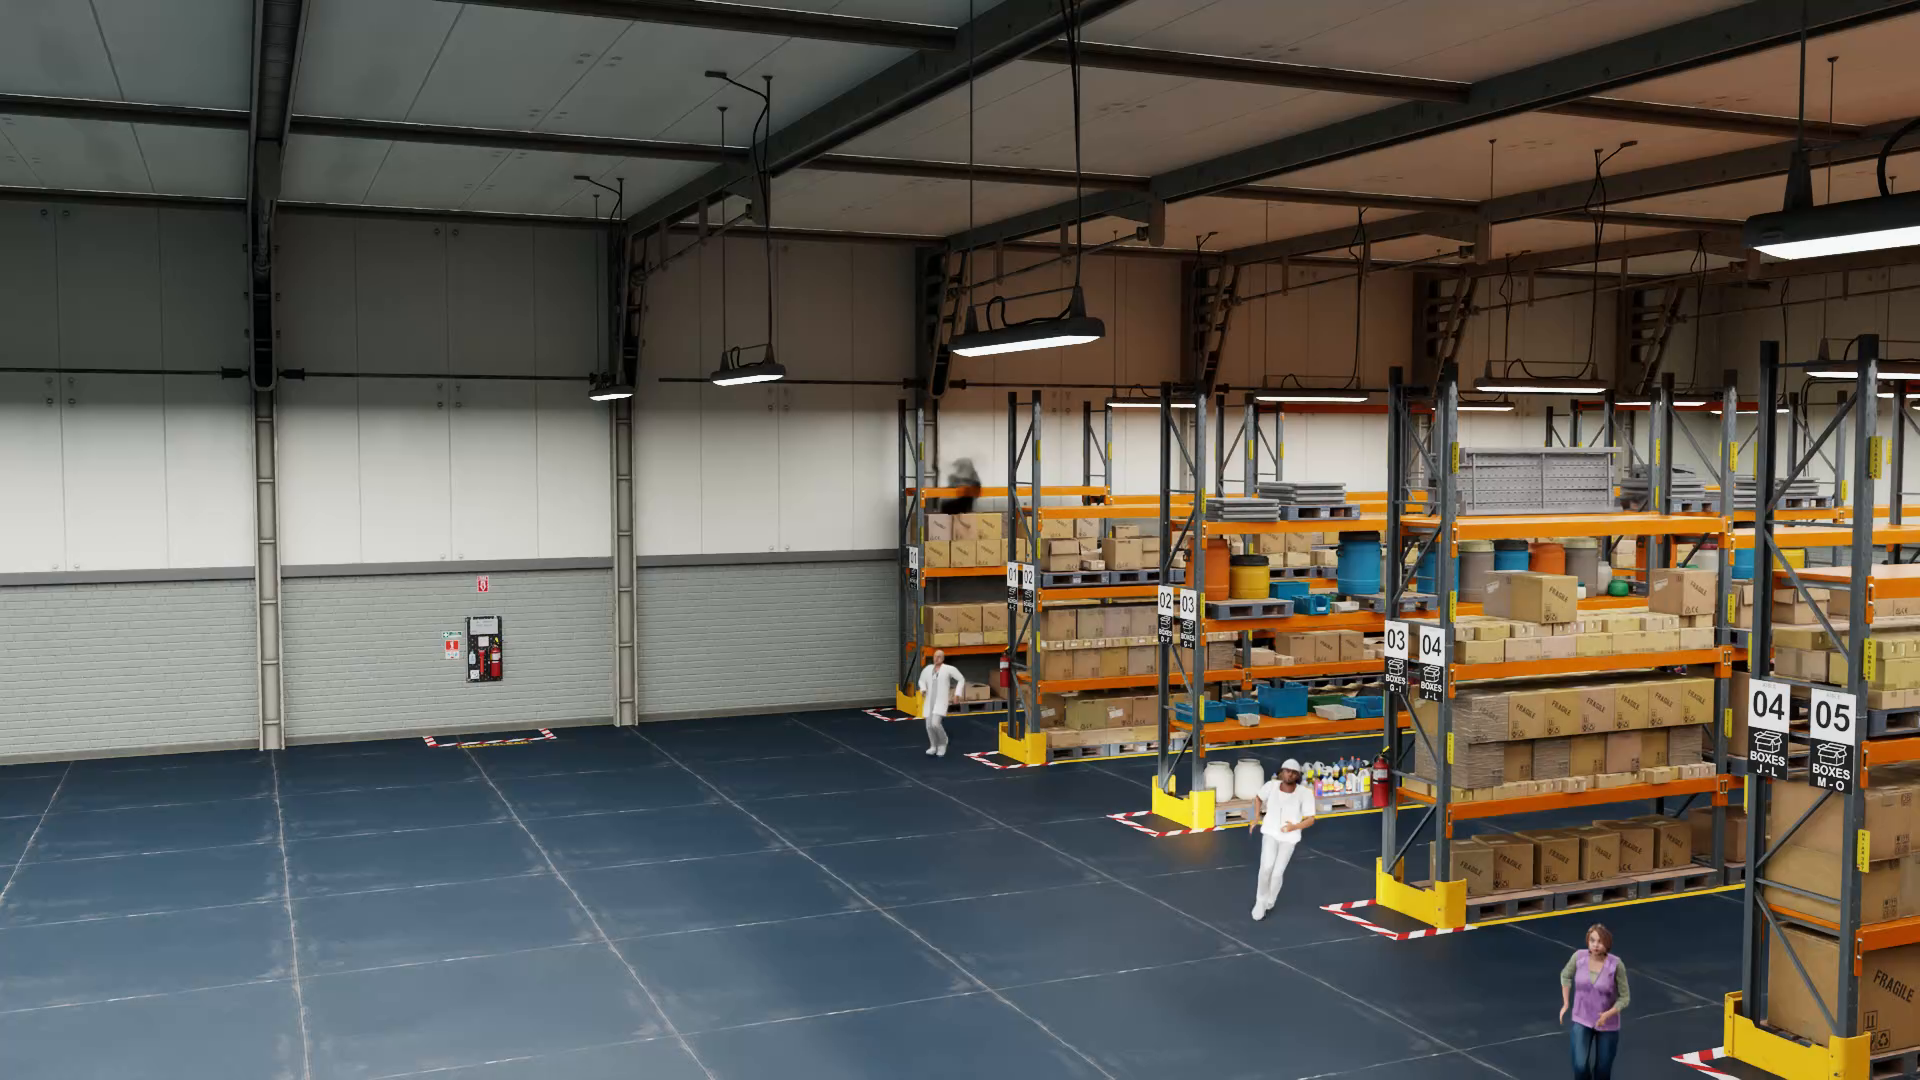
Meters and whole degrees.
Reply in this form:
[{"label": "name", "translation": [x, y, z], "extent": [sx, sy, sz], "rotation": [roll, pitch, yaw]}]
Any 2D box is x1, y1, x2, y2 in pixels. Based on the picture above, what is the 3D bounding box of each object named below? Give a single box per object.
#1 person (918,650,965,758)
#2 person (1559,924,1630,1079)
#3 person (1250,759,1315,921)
[{"label": "person", "translation": [-0.358, 2.694, 27.269], "extent": [0.759, 1.784, 0.643], "rotation": [2, 4, 25]}, {"label": "person", "translation": [4.753, 3.647, 12.488], "extent": [0.517, 1.553, 0.623], "rotation": [2, 4, 27]}, {"label": "person", "translation": [3.488, 3.226, 18.033], "extent": [0.713, 1.717, 0.685], "rotation": [1, 3, 16]}]
